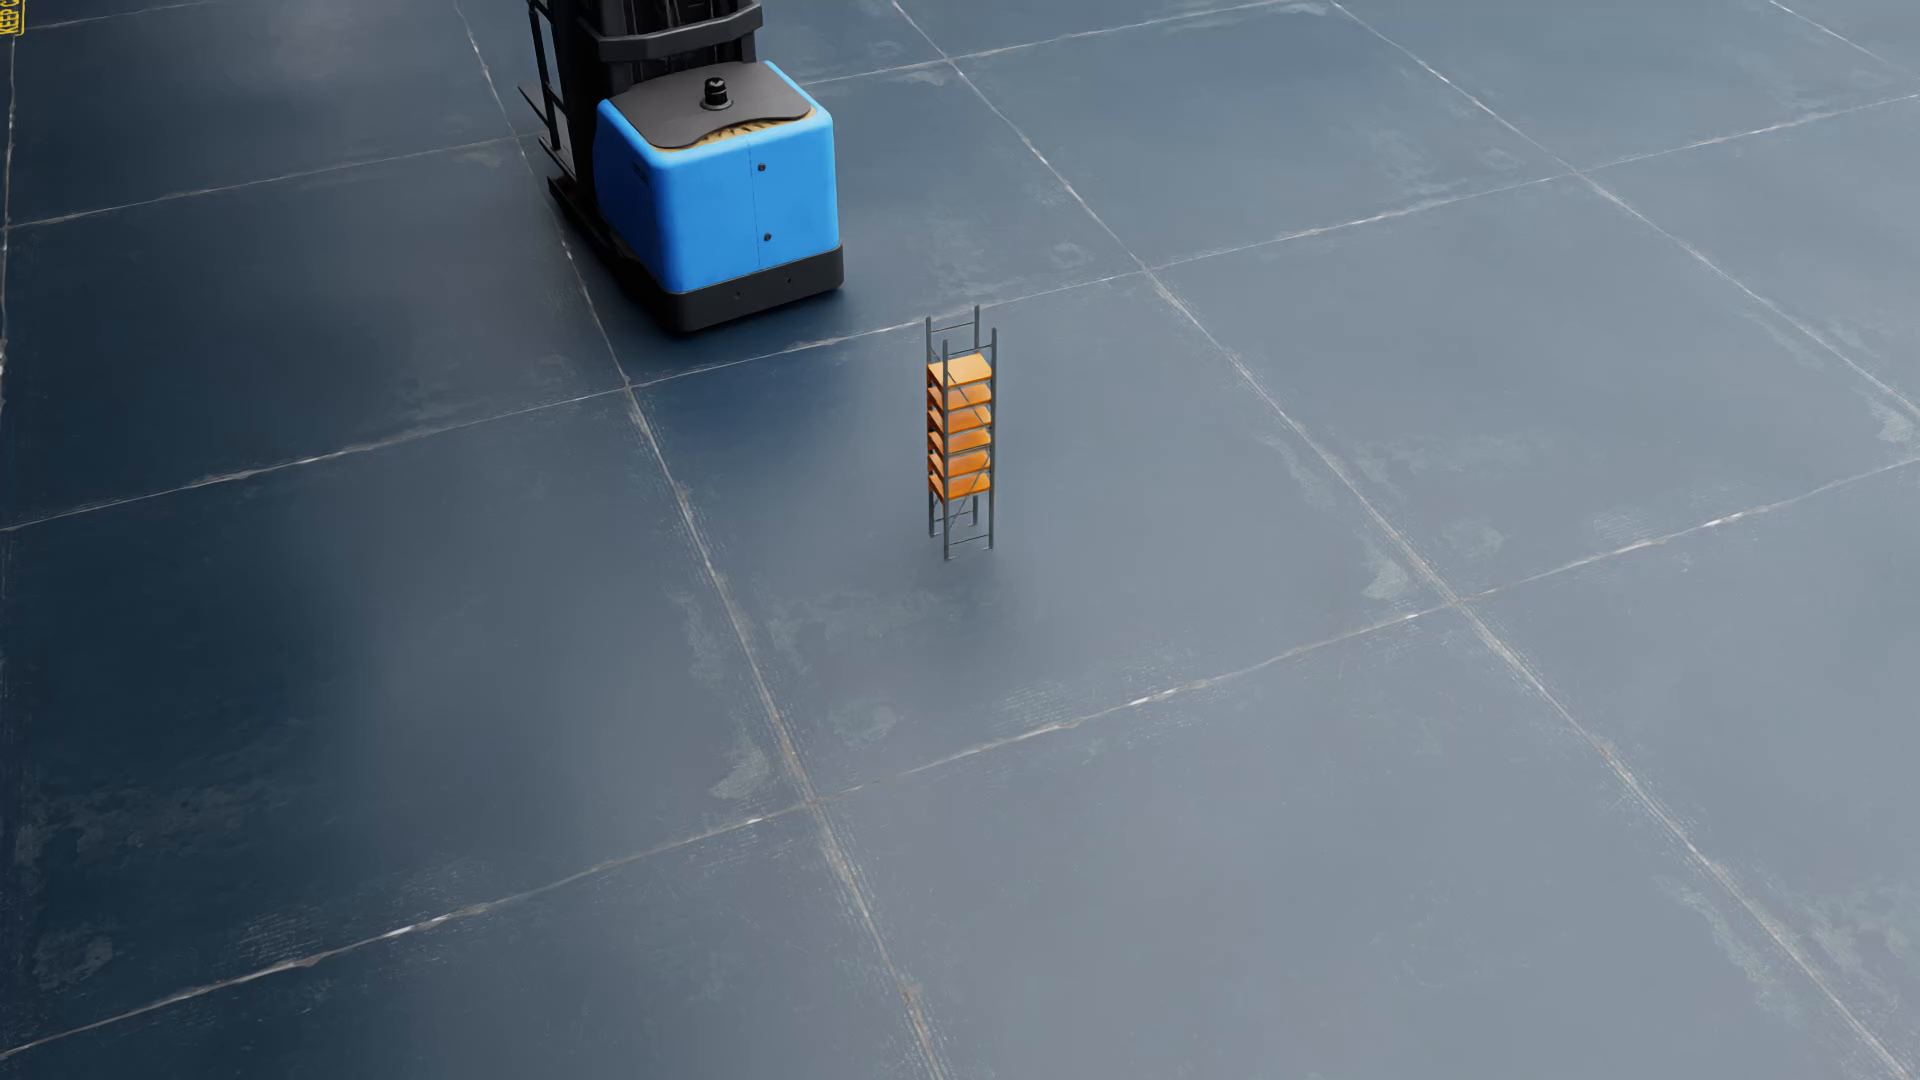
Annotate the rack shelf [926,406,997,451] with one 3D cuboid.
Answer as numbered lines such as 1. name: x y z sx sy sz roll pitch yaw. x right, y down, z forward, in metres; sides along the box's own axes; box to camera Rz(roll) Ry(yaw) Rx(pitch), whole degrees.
1. rack shelf: 0.006 -0.504 7.218 0.258 0.103 0.180 -15 43 -17

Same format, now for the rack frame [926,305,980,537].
1. rack frame: -0.029 -0.501 7.331 0.240 1.200 0.006 -15 43 -17

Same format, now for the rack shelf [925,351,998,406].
1. rack shelf: 0.006 -0.685 7.062 0.258 0.103 0.180 -15 43 -17

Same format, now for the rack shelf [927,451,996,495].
1. rack shelf: 0.006 -0.322 7.374 0.258 0.103 0.180 -15 43 -17

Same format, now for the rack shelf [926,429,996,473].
1. rack shelf: 0.006 -0.413 7.296 0.258 0.103 0.180 -15 43 -17

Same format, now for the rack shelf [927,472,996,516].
1. rack shelf: 0.006 -0.231 7.453 0.258 0.103 0.180 -15 43 -17

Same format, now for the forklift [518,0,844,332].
1. forklift: -1.817 -3.161 9.096 1.130 2.935 3.031 -21 45 -22

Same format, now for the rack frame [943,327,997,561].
1. rack frame: 0.041 -0.391 7.203 0.240 1.200 0.006 -15 43 -17

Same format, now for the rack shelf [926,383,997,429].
1. rack shelf: 0.006 -0.594 7.140 0.258 0.103 0.180 -15 43 -17

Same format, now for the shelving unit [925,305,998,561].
1. shelving unit: 0.006 -0.446 7.267 0.258 1.200 0.189 -15 43 -17
